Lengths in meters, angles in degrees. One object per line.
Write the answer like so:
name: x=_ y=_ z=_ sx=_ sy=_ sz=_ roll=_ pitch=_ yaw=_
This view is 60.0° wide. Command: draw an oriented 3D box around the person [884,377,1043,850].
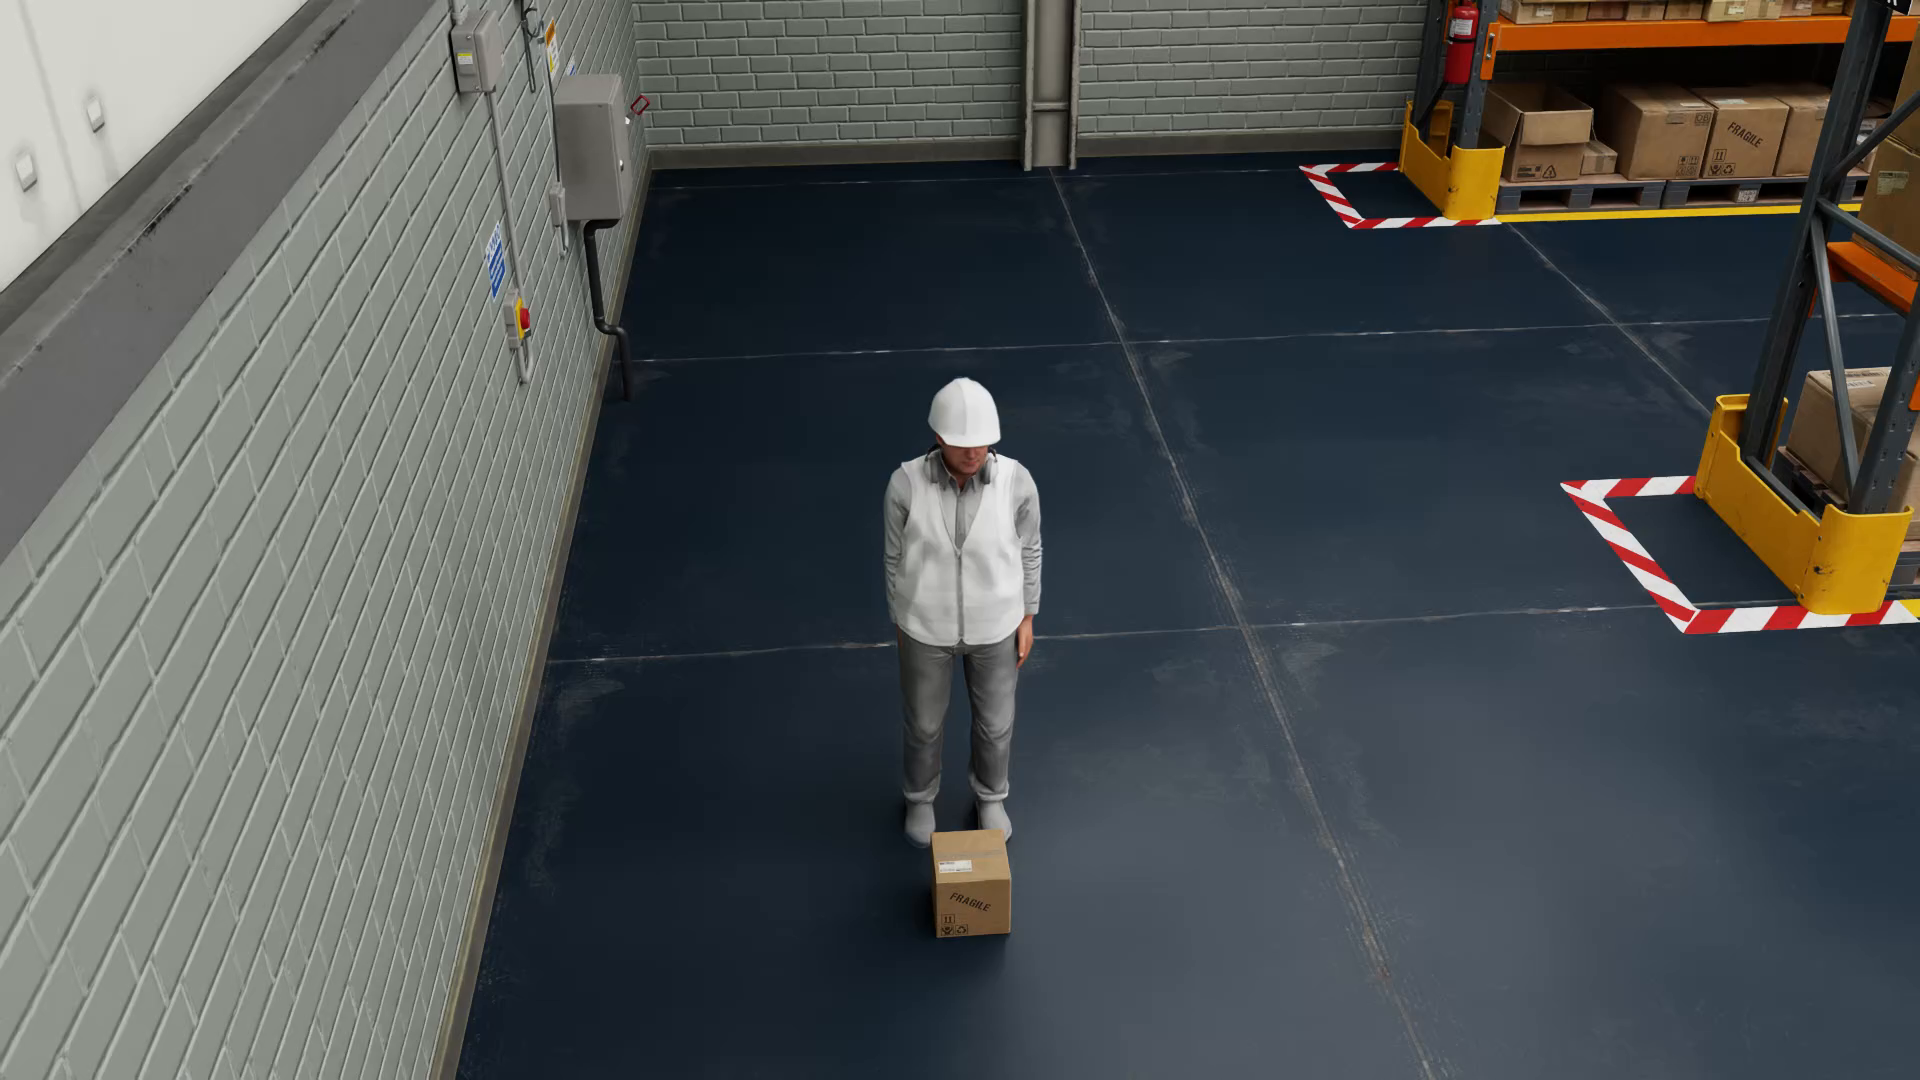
person: x=0.013 y=0.277 z=5.664 sx=0.533 sy=1.779 sz=0.360 roll=-2 pitch=31 yaw=-3
